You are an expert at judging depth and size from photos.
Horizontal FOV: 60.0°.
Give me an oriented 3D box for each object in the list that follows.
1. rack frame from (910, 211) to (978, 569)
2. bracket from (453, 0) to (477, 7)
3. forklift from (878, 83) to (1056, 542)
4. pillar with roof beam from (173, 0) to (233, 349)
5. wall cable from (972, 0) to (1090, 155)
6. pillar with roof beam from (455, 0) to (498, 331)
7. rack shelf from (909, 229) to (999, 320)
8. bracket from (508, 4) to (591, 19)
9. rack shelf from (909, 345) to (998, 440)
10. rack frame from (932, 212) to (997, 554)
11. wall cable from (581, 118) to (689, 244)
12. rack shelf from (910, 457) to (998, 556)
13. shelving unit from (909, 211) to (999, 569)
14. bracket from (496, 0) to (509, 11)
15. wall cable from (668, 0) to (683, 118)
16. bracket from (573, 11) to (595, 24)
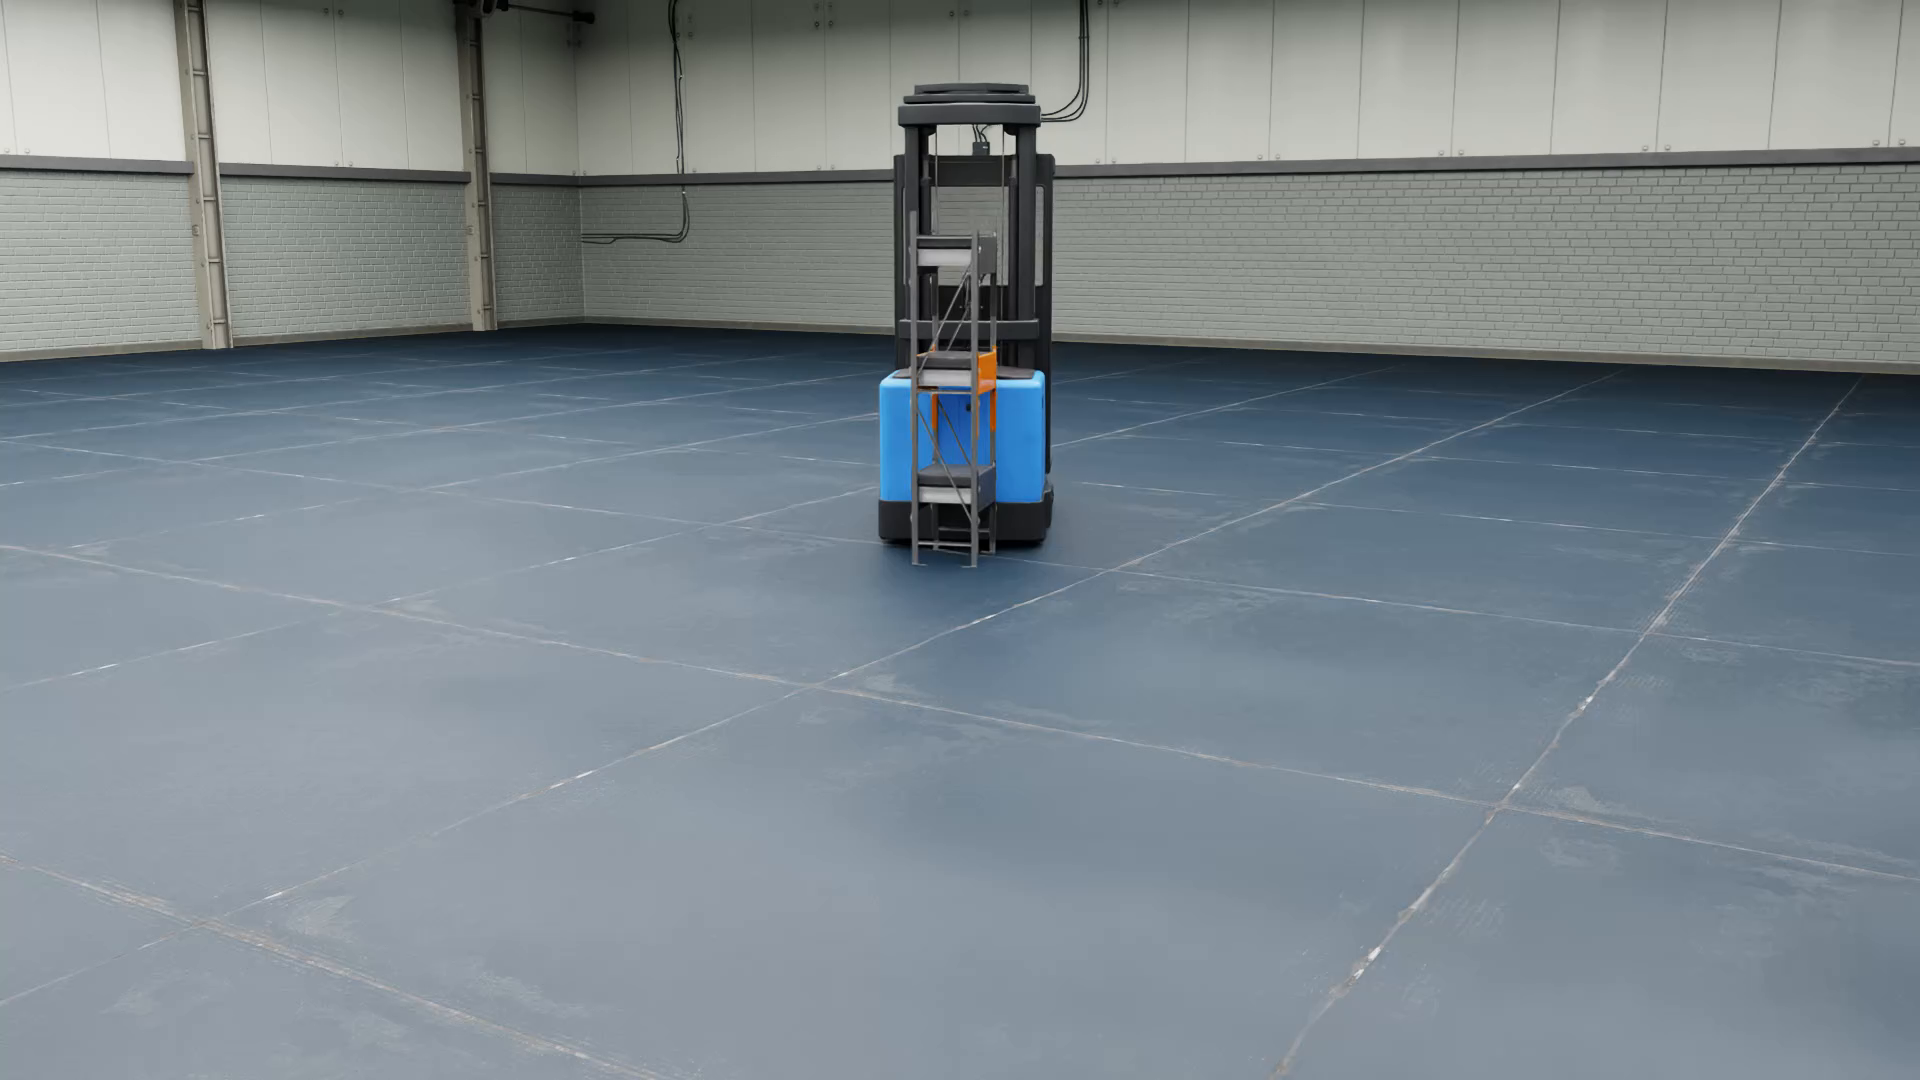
[{"bbox_3d":[-0.092,-0.867,9.795,0.400,2.100,0.015,3,11,14],"label":"rack frame"},{"bbox_3d":[-9.449,-10.308,31.694,0.235,0.232,0.430,6,12,31],"label":"bracket"},{"bbox_3d":[0.110,-1.651,11.722,1.130,2.935,3.031,1,11,4],"label":"forklift"},{"bbox_3d":[-8.973,-7.283,25.317,9.100,9.000,0.400,6,12,31],"label":"pillar with roof beam"},{"bbox_3d":[1.228,-9.737,29.184,2.305,6.003,0.169,6,12,31],"label":"wall cable"},{"bbox_3d":[-5.858,-8.227,30.358,9.100,9.000,0.548,6,12,31],"label":"pillar with roof beam"},{"bbox_3d":[-0.033,-1.585,9.902,0.431,0.518,0.480,3,11,14],"label":"rack shelf"},{"bbox_3d":[-8.095,-10.719,33.886,0.076,0.066,3.189,6,12,31],"label":"bracket"},{"bbox_3d":[-0.033,-0.897,10.030,0.431,0.518,0.480,3,11,14],"label":"rack shelf"},{"bbox_3d":[0.025,-0.954,10.261,0.400,2.100,0.015,3,11,14],"label":"rack frame"},{"bbox_3d":[-6.878,-7.449,34.640,3.097,2.526,0.112,6,12,31],"label":"wall cable"},{"bbox_3d":[-0.033,-0.209,10.159,0.431,0.518,0.480,3,11,14],"label":"rack shelf"},{"bbox_3d":[-0.033,-0.911,10.028,0.431,2.100,0.503,3,11,14],"label":"shelving unit"},{"bbox_3d":[-9.018,-10.439,32.391,0.235,0.232,0.430,6,12,31],"label":"bracket"},{"bbox_3d":[-4.565,-9.673,32.795,3.097,2.526,0.112,6,12,31],"label":"wall cable"},{"bbox_3d":[-7.788,-10.811,34.382,0.235,0.232,0.430,6,12,31],"label":"bracket"}]
